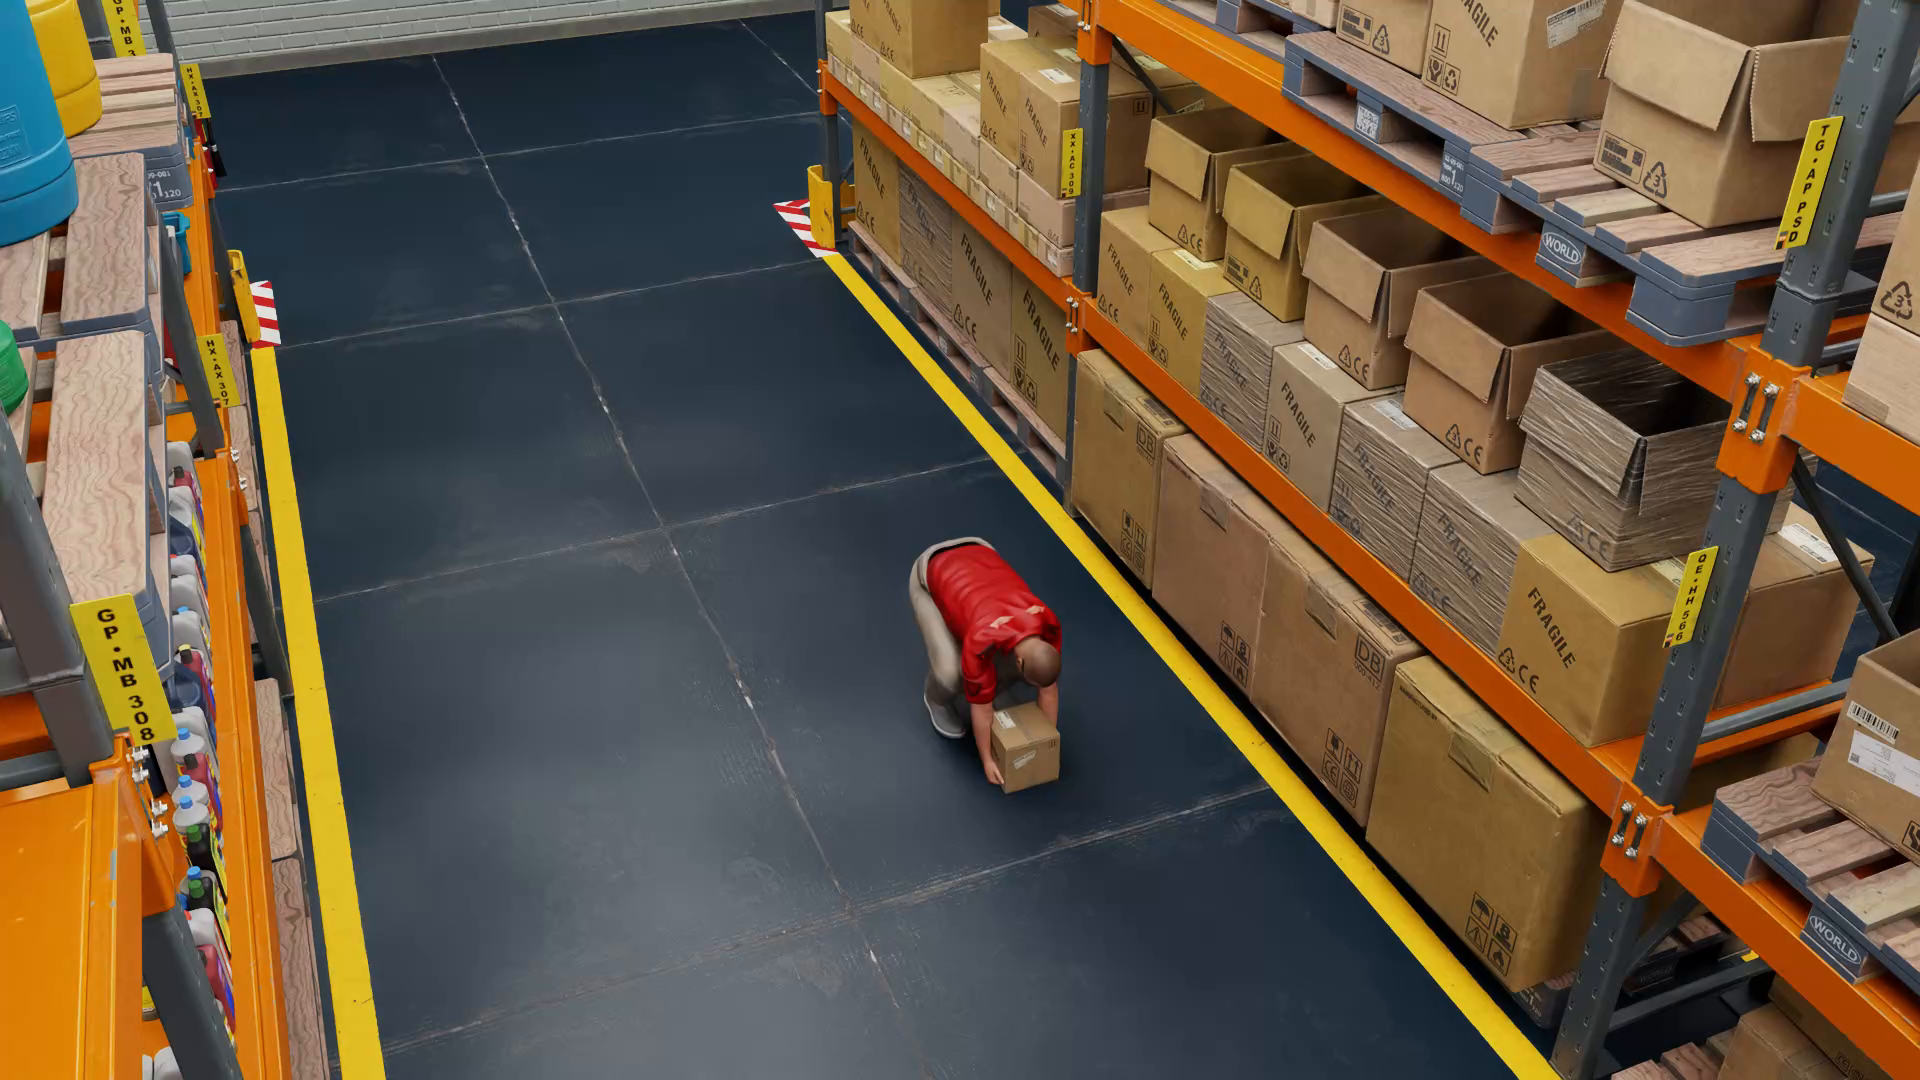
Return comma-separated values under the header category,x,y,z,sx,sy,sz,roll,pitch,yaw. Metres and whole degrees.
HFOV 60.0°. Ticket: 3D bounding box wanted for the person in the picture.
category,x,y,z,sx,sy,sz,roll,pitch,yaw
person,0.129,0.511,7.200,0.528,0.859,0.956,-16,36,-22
